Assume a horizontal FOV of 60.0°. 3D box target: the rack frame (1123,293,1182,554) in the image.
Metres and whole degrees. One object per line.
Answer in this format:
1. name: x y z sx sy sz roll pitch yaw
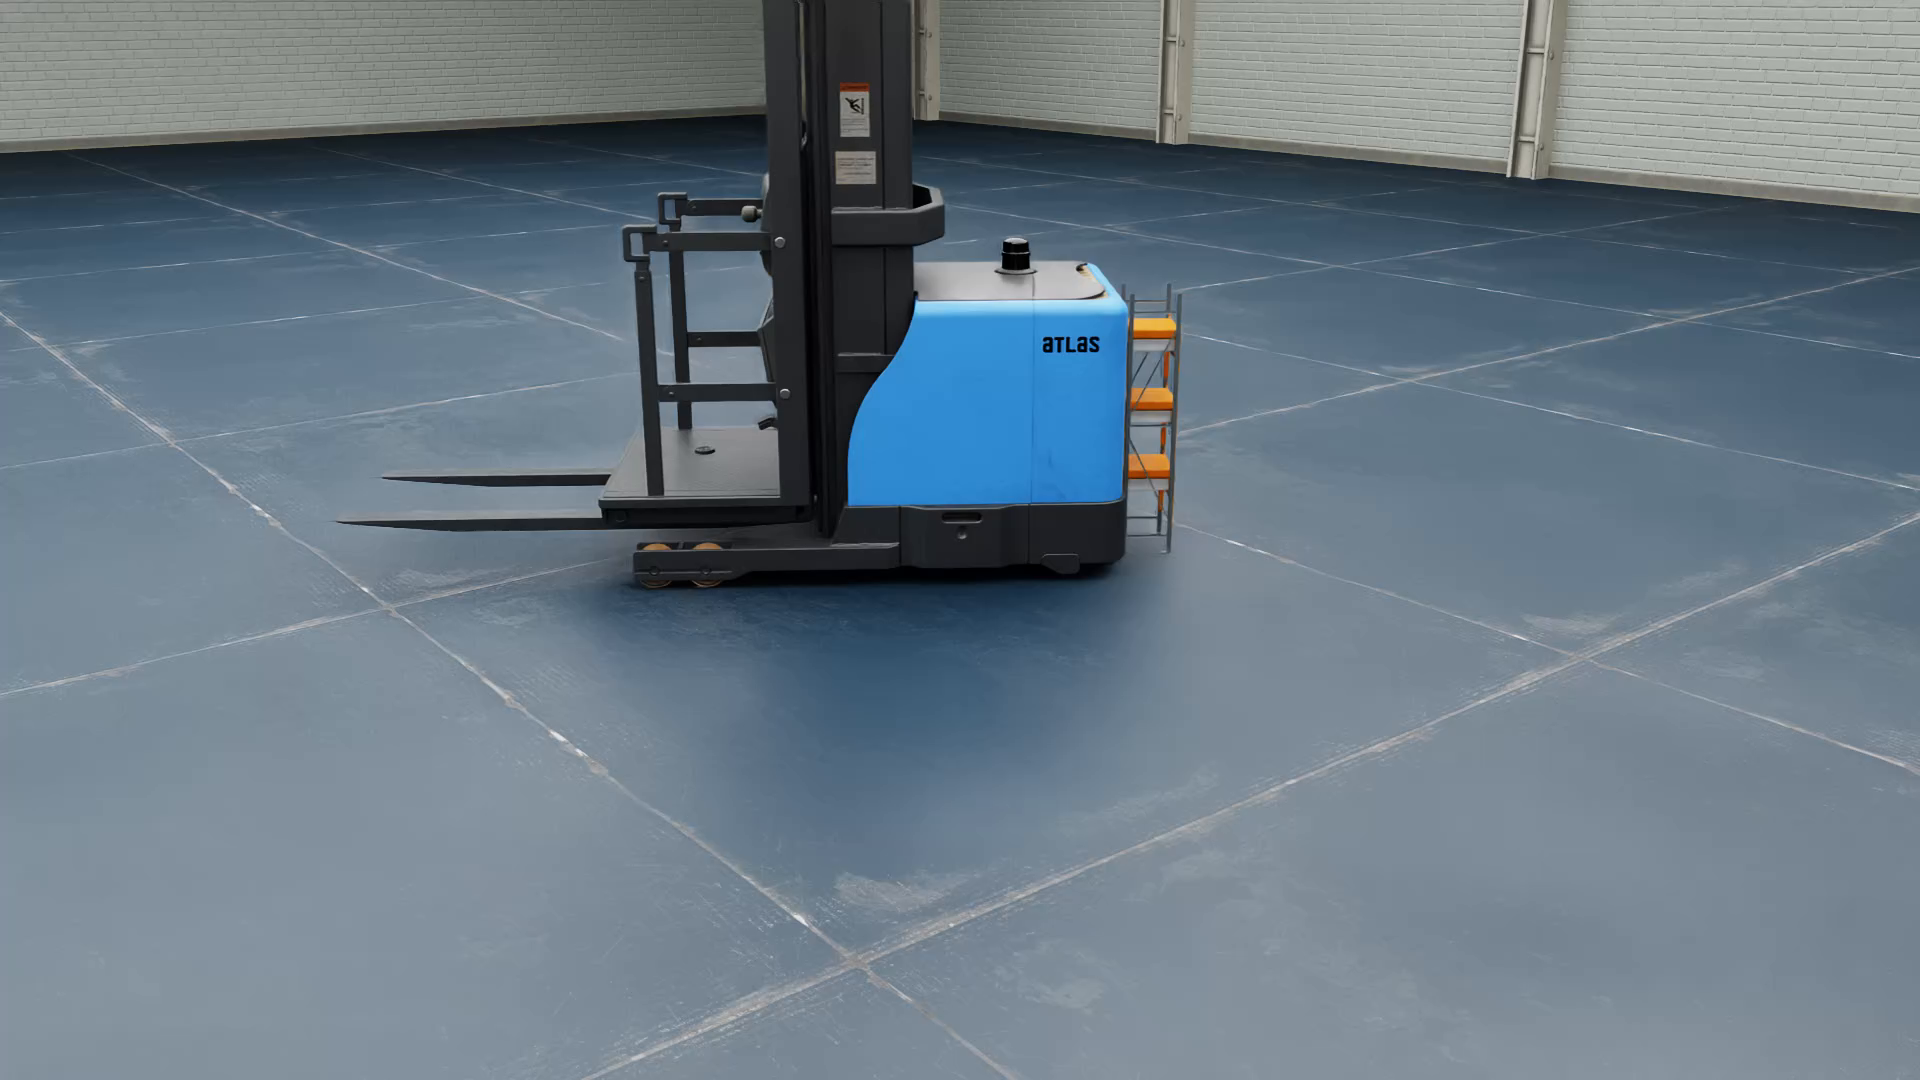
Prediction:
1. rack frame: 0.751 -0.445 6.534 0.200 1.050 0.008 -1 18 -3

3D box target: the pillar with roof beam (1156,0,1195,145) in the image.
1. pillar with roof beam: -0.234 -9.298 20.627 9.100 9.000 0.400 -14 23 -36

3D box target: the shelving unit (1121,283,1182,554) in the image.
1. shelving unit: 0.745 -0.483 6.650 0.215 1.050 0.252 -1 18 -3

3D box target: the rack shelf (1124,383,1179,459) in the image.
1. rack shelf: 0.745 -0.473 6.653 0.215 0.259 0.240 -1 18 -3

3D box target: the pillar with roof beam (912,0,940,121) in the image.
1. pillar with roof beam: -3.960 -10.777 25.092 9.100 9.000 0.400 -14 23 -36

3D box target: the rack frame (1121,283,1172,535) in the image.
1. rack frame: 0.739 -0.521 6.766 0.200 1.050 0.008 -1 18 -3

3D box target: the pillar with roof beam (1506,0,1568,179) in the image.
1. pillar with roof beam: 3.491 -7.820 16.162 9.100 9.000 0.400 -14 23 -36

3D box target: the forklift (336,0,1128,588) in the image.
1. forklift: -0.896 -1.379 6.363 3.031 2.935 1.130 -1 18 -2

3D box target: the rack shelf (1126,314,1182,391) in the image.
1. rack shelf: 0.746 -0.742 6.564 0.215 0.259 0.240 -1 18 -3

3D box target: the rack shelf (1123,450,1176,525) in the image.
1. rack shelf: 0.744 -0.209 6.741 0.215 0.259 0.240 -1 18 -3
